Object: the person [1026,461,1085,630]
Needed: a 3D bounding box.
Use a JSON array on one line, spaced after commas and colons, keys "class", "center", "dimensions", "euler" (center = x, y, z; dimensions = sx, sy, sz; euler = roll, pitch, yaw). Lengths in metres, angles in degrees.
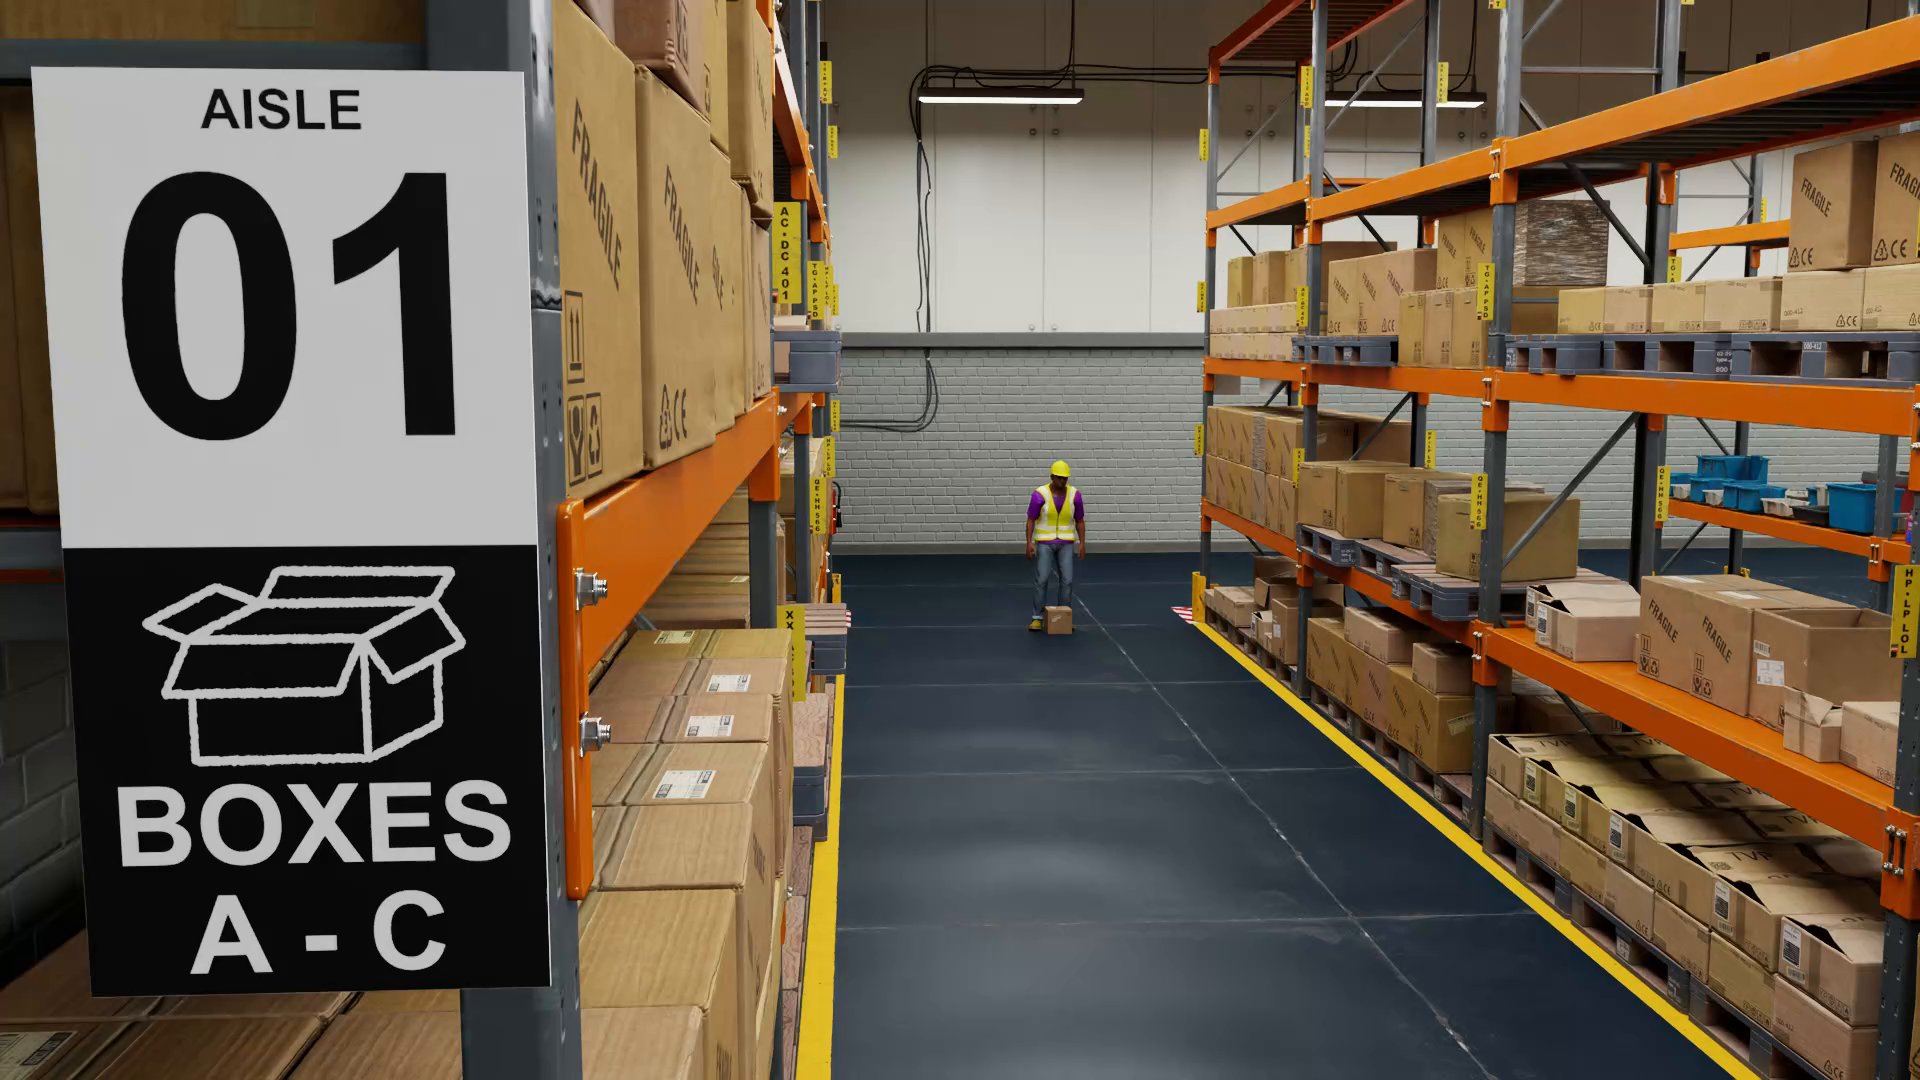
[{"class": "person", "center": [0.996, 0.051, 17.245], "dimensions": [0.633, 1.759, 0.462], "euler": [-1, 7, -7]}]
